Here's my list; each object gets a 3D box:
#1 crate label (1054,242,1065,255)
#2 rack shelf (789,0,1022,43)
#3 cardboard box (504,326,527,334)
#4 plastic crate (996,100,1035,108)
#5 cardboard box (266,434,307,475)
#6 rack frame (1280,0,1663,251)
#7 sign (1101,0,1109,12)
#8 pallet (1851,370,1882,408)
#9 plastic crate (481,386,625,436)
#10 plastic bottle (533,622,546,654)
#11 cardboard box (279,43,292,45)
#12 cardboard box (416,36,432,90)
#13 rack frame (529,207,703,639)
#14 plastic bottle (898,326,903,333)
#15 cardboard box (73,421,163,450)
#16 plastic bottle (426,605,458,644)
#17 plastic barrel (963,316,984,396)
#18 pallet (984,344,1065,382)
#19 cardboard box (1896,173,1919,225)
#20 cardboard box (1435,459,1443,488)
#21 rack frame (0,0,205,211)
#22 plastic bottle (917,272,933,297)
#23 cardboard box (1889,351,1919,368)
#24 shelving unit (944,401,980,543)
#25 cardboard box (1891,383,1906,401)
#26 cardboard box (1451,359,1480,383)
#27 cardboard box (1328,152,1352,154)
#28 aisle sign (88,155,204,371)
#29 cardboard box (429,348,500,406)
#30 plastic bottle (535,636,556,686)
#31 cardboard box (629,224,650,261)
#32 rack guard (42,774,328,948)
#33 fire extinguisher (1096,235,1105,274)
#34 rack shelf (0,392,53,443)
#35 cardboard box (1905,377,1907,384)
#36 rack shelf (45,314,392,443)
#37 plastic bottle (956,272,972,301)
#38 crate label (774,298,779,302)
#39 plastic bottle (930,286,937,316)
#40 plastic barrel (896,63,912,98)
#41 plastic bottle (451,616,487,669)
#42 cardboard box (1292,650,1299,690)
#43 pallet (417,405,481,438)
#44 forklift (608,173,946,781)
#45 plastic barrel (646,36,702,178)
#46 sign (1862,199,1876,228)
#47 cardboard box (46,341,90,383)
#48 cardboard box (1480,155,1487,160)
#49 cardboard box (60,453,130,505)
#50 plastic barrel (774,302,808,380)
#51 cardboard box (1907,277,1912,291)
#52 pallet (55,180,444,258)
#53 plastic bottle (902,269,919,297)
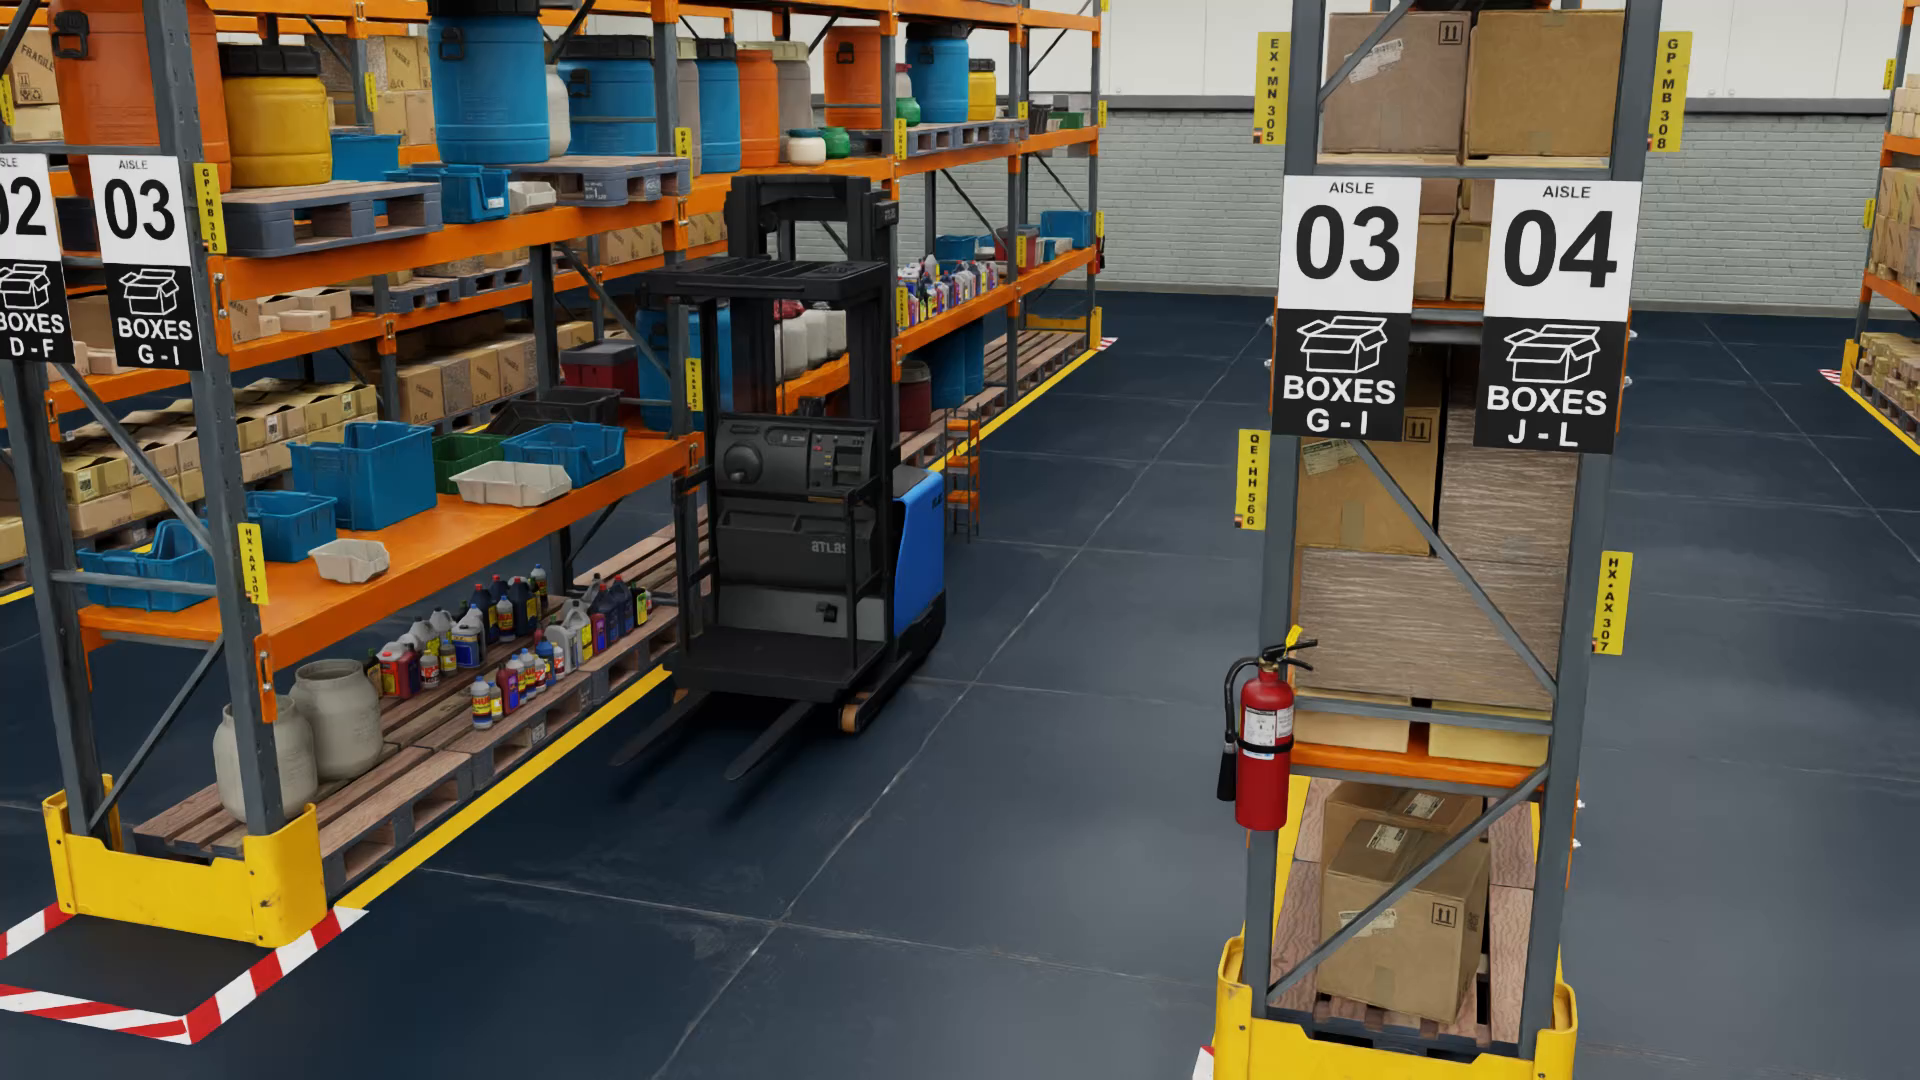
[{"bbox_3d":[1.049,-3.529,20.147,0.396,0.136,0.243,5,16,16],"label":"crate label"},{"bbox_3d":[-0.446,-4.782,15.248,1.077,0.370,4.000,5,16,16],"label":"rack shelf"},{"bbox_3d":[-5.138,-2.103,18.523,0.500,0.500,0.500,5,17,17],"label":"cardboard box"},{"bbox_3d":[0.561,-5.039,19.713,0.504,0.338,0.767,5,16,16],"label":"plastic crate"},{"bbox_3d":[-5.967,-0.752,14.253,0.500,0.250,0.500,5,17,17],"label":"cardboard box"},{"bbox_3d":[1.461,-2.320,4.517,1.000,3.000,0.127,5,16,16],"label":"rack frame"},{"bbox_3d":[1.791,-6.696,20.538,0.100,0.325,0.005,5,16,16],"label":"sign"},{"bbox_3d":[10.448,-1.637,18.216,1.003,0.211,1.213,5,16,16],"label":"pallet"},{"bbox_3d":[-2.422,-0.707,9.940,0.767,0.338,0.504,5,16,16],"label":"plastic crate"},{"bbox_3d":[-2.356,0.590,9.422,0.061,0.283,0.133,5,16,16],"label":"plastic bottle"},{"bbox_3d":[-8.765,-6.007,20.962,0.500,0.500,0.500,4,16,15],"label":"cardboard box"},{"bbox_3d":[-5.343,-4.649,16.209,0.500,0.500,0.500,5,16,16],"label":"cardboard box"},{"bbox_3d":[-2.151,-0.864,10.380,1.000,3.000,0.127,5,16,16],"label":"rack frame"},{"bbox_3d":[-0.582,-1.939,14.397,0.152,0.276,0.135,5,16,16],"label":"plastic bottle"},{"bbox_3d":[-6.773,-0.794,13.372,0.500,0.311,0.500,5,16,16],"label":"cardboard box"},{"bbox_3d":[-2.953,0.538,9.484,0.144,0.351,0.185,4,16,15],"label":"plastic bottle"},{"bbox_3d":[-0.049,-2.009,17.491,0.600,0.901,0.708,5,16,16],"label":"plastic barrel"},{"bbox_3d":[0.639,-2.131,19.957,1.003,0.211,1.213,5,16,16],"label":"pallet"},{"bbox_3d":[10.046,-3.517,17.172,0.500,0.500,0.500,4,16,15],"label":"cardboard box"},{"bbox_3d":[1.854,-0.034,6.725,0.875,0.500,0.500,5,16,16],"label":"cardboard box"},{"bbox_3d":[-3.288,-2.704,5.872,1.000,3.000,0.127,5,16,16],"label":"rack frame"},{"bbox_3d":[-0.322,-2.356,15.730,0.144,0.351,0.185,5,16,16],"label":"plastic bottle"},{"bbox_3d":[9.905,-1.869,17.286,0.380,0.149,0.250,5,17,17],"label":"cardboard box"},{"bbox_3d":[0.015,-0.519,12.735,0.215,1.050,0.252,5,16,16],"label":"shelving unit"},{"bbox_3d":[9.852,-1.521,17.150,0.380,0.149,0.250,5,16,16],"label":"cardboard box"},{"bbox_3d":[2.027,-0.359,6.037,0.500,0.500,0.500,5,16,16],"label":"cardboard box"},{"bbox_3d":[1.617,-1.433,6.432,0.380,0.149,0.250,4,16,13],"label":"cardboard box"},{"bbox_3d":[-3.027,-1.027,6.189,0.394,0.787,0.004,5,16,16],"label":"aisle sign"},{"bbox_3d":[-5.068,-1.670,16.995,0.500,0.500,0.500,4,16,15],"label":"cardboard box"},{"bbox_3d":[-2.290,0.664,9.185,0.097,0.271,0.097,0,16,0],"label":"plastic bottle"},{"bbox_3d":[-4.077,-3.637,19.972,0.500,0.500,0.500,5,17,17],"label":"cardboard box"},{"bbox_3d":[-3.311,1.361,7.114,1.175,0.500,0.348,5,16,16],"label":"rack guard"},{"bbox_3d":[1.738,-3.791,21.525,0.296,0.674,0.183,5,16,16],"label":"fire extinguisher"},{"bbox_3d":[-7.468,-0.380,9.991,1.077,0.370,4.000,5,16,16],"label":"rack shelf"},{"bbox_3d":[9.938,-1.647,17.050,0.380,0.149,0.250,5,17,18],"label":"cardboard box"},{"bbox_3d":[-6.331,-1.427,13.680,1.077,0.370,4.000,5,16,16],"label":"rack shelf"},{"bbox_3d":[0.035,-2.507,16.397,0.152,0.276,0.135,5,16,16],"label":"plastic bottle"},{"bbox_3d":[-1.556,-1.689,13.222,0.502,0.435,0.616,5,16,16],"label":"crate label"},{"bbox_3d":[-0.260,-2.207,15.349,0.097,0.271,0.097,0,16,0],"label":"plastic bottle"},{"bbox_3d":[-0.655,-4.097,15.261,0.433,0.535,0.433,0,16,0],"label":"plastic barrel"},{"bbox_3d":[-2.804,0.579,9.477,0.152,0.276,0.135,5,16,16],"label":"plastic bottle"},{"bbox_3d":[1.437,0.462,6.165,0.380,0.149,0.250,5,16,16],"label":"cardboard box"},{"bbox_3d":[-5.514,-1.147,16.486,1.003,0.211,1.213,5,16,16],"label":"pallet"},{"bbox_3d":[-0.987,-0.470,9.114,1.130,2.935,3.031,4,16,15],"label":"forklift"},{"bbox_3d":[-2.029,-2.870,11.034,0.600,0.901,0.600,0,16,0],"label":"plastic barrel"},{"bbox_3d":[10.214,-3.667,18.675,0.100,0.325,0.005,5,16,16],"label":"sign"},{"bbox_3d":[-6.801,-1.309,12.224,0.500,0.250,0.500,6,17,19],"label":"cardboard box"},{"bbox_3d":[2.163,-1.388,6.274,0.380,0.149,0.250,4,16,13],"label":"cardboard box"},{"bbox_3d":[-6.543,-0.487,12.292,0.500,0.311,0.500,5,16,16],"label":"cardboard box"},{"bbox_3d":[-1.338,-1.468,12.259,0.433,0.535,0.433,0,16,0],"label":"plastic barrel"},{"bbox_3d":[9.934,-2.616,17.017,0.380,0.149,0.250,5,17,18],"label":"cardboard box"},{"bbox_3d":[-2.959,-1.379,7.043,1.003,0.211,1.213,5,16,16],"label":"pallet"},{"bbox_3d":[-0.492,-2.552,16.557,0.152,0.276,0.135,5,16,16],"label":"plastic bottle"}]
